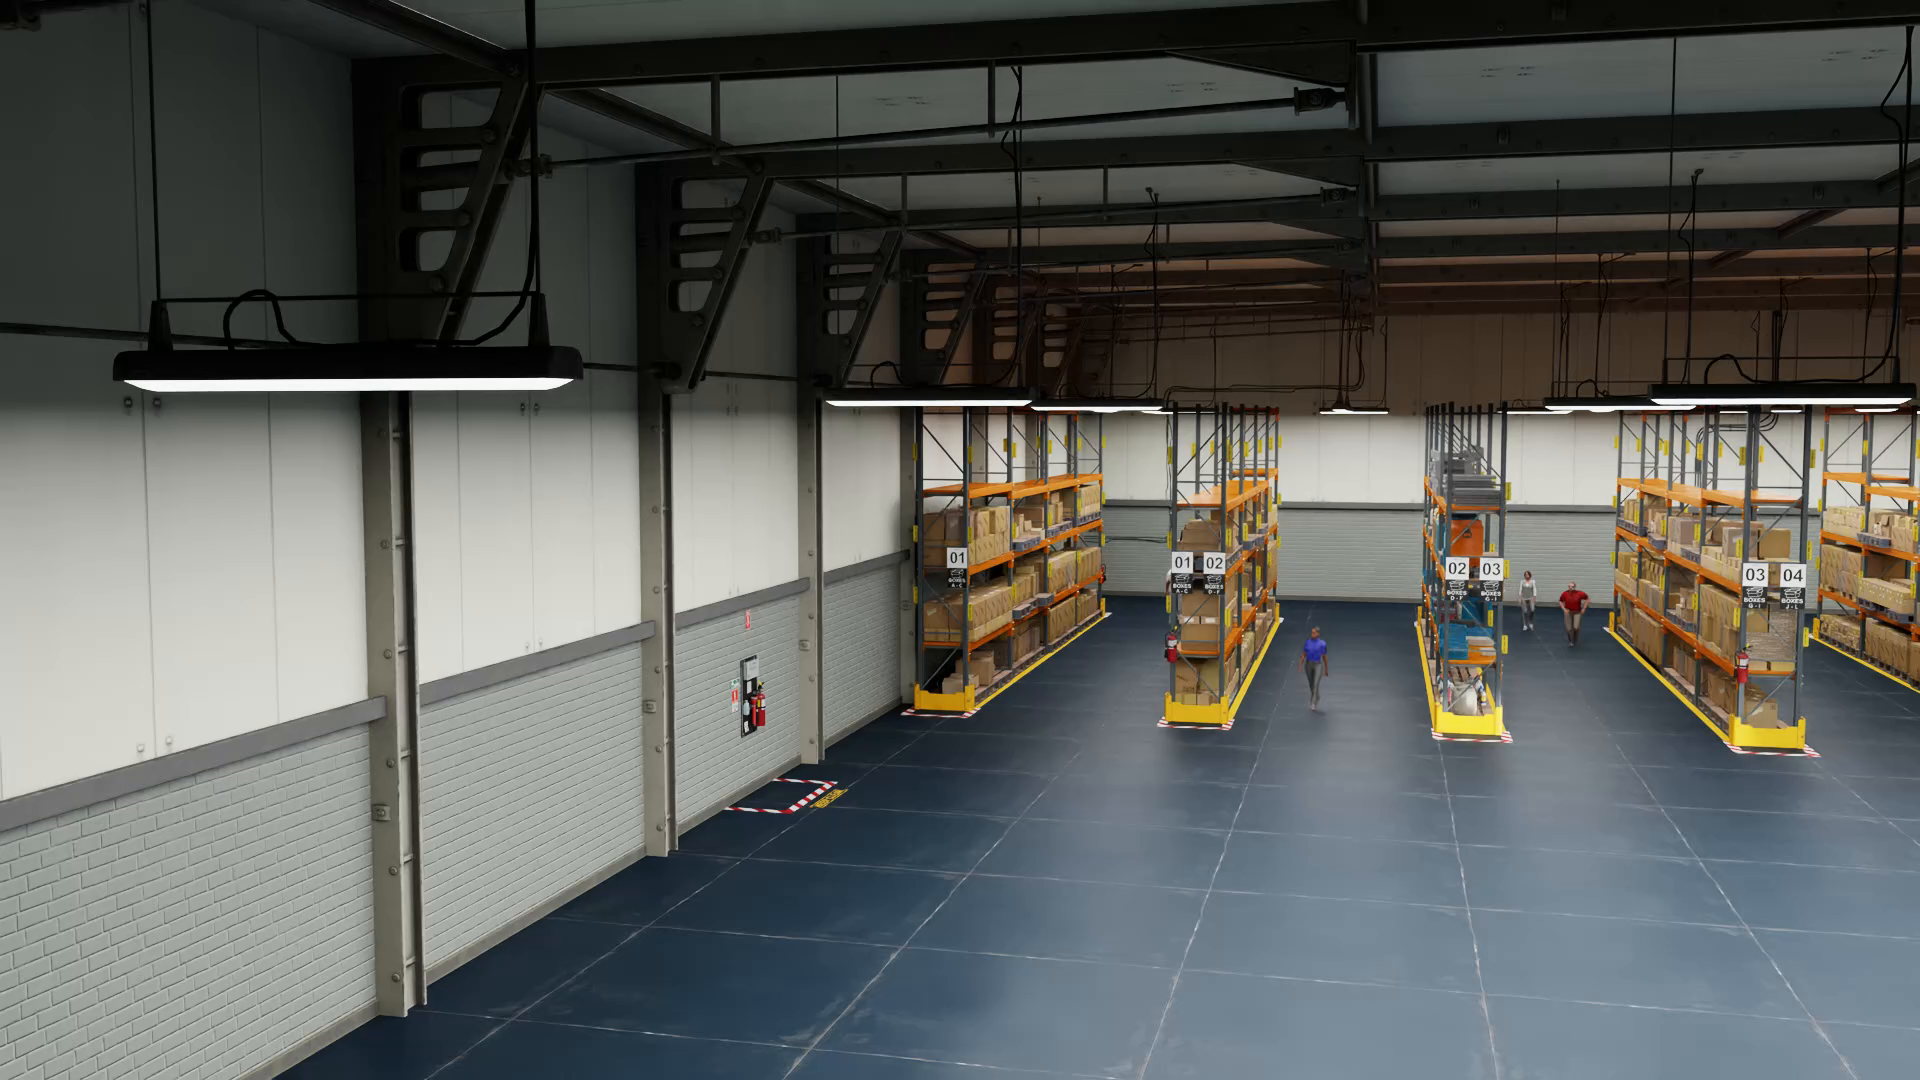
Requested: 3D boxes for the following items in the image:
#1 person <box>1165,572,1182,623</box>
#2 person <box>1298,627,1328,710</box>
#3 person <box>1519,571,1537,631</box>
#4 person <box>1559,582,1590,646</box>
[{"bbox_3d":[5.996,1.442,46.218,0.625,1.708,1.085,1,4,15],"label":"person"},{"bbox_3d":[6.930,2.496,32.670,0.544,1.594,1.030,3,5,31],"label":"person"},{"bbox_3d":[15.222,1.629,44.592,0.458,1.618,0.449,1,4,14],"label":"person"},{"bbox_3d":[15.329,1.846,41.509,0.712,1.635,0.716,2,5,23],"label":"person"}]
